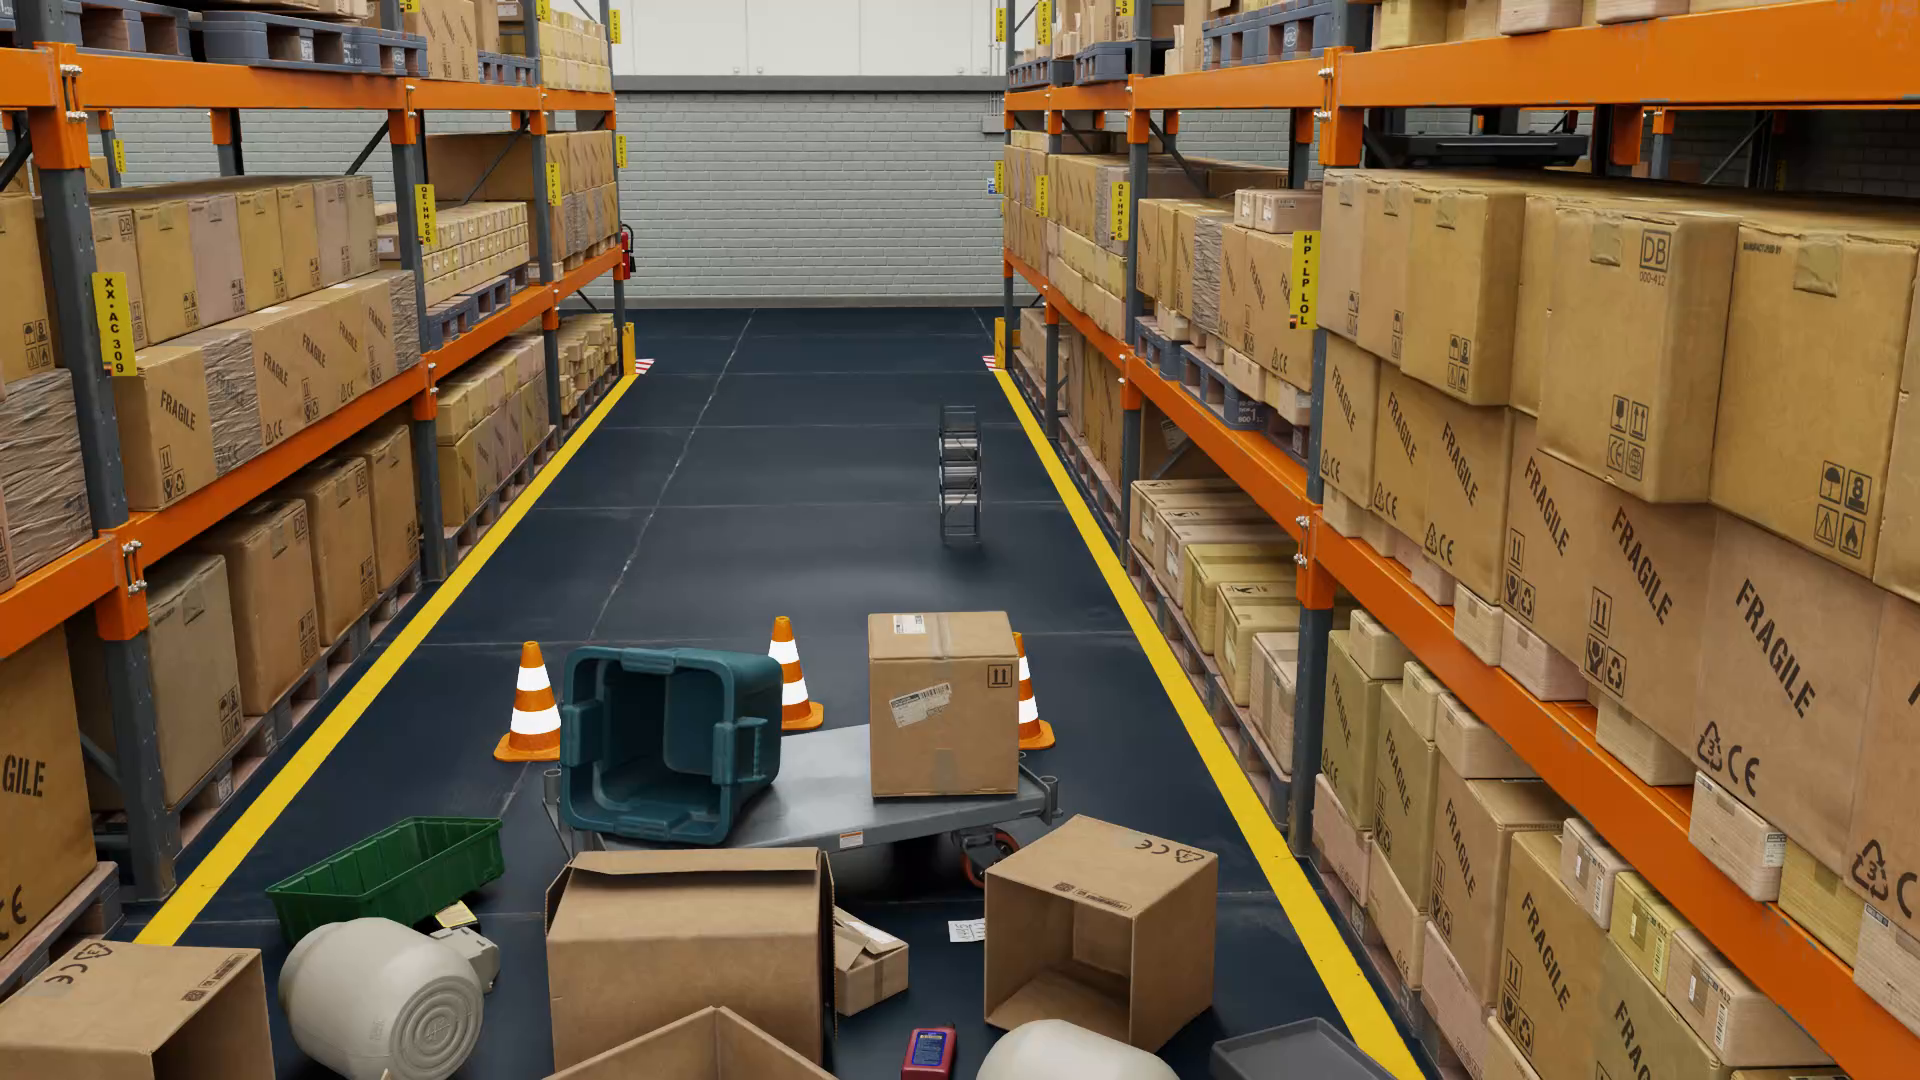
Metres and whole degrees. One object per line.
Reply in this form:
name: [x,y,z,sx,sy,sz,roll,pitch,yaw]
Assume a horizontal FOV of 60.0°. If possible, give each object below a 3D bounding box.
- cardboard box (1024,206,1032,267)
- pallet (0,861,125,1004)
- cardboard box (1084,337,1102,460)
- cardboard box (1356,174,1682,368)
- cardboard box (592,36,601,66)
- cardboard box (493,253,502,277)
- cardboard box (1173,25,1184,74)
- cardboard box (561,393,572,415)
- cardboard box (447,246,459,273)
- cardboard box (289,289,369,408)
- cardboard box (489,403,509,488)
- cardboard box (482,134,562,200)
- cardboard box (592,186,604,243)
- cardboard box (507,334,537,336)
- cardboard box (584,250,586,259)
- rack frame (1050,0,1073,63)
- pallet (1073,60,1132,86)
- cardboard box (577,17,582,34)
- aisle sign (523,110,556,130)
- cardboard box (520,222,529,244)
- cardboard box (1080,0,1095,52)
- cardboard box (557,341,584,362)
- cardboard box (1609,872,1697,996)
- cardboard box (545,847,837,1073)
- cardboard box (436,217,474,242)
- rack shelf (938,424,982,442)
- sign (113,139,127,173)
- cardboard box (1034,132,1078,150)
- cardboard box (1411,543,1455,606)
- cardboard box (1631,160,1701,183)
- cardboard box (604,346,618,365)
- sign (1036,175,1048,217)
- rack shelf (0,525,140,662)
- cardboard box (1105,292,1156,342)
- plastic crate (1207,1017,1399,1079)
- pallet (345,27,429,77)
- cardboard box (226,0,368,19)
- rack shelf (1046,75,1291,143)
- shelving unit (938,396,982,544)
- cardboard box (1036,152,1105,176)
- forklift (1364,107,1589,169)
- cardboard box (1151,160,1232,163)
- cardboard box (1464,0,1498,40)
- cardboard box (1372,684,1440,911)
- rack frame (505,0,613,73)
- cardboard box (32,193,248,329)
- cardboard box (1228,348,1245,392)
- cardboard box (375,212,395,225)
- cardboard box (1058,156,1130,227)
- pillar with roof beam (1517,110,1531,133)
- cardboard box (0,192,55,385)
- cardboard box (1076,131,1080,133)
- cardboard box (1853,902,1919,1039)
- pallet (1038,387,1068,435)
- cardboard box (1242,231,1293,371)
cardboard box: [0.847,-2.717,14.867,0.500,0.500,0.500,-1,14,-4]
pallet: [-3.256,1.327,4.945,1.003,0.211,1.213,-1,14,-3]
cardboard box: [1.396,-1.102,12.210,0.875,0.875,0.875,0,14,-2]
cardboard box: [1.530,-0.752,4.624,0.700,0.500,0.500,-1,14,-3]
cardboard box: [-3.653,-4.582,15.595,0.500,0.250,0.500,-1,14,-5]
cardboard box: [-3.430,-1.931,11.674,0.380,0.149,0.250,-2,15,-6]
cardboard box: [1.327,-2.553,8.680,0.396,0.266,0.258,-1,14,-3]
cardboard box: [-3.423,-1.121,13.744,0.380,0.149,0.250,-2,15,-6]
cardboard box: [-3.357,-1.754,10.388,0.380,0.149,0.250,-1,14,-3]
cardboard box: [-3.116,-0.901,7.806,0.500,0.500,0.500,-1,14,-4]
cardboard box: [-3.333,-0.634,11.143,0.500,0.500,0.500,-1,14,-5]
cardboard box: [-3.505,-2.996,13.346,0.500,0.500,0.500,-1,14,-2]
cardboard box: [-3.616,-3.029,15.480,0.500,0.500,0.500,-1,14,-3]
cardboard box: [-4.063,-1.785,15.130,0.380,0.149,0.250,-1,14,-3]
cardboard box: [-3.674,-2.678,15.419,0.380,0.149,0.250,-1,15,-6]
rack frame: [1.214,-5.210,12.717,1.000,3.000,0.127,-1,14,-3]
pallet: [1.320,-3.438,12.231,0.805,0.209,1.217,-1,15,-6]
cardboard box: [-3.607,-4.616,14.926,0.380,0.149,0.250,-1,14,-2]
aisle sign: [-4.272,-4.471,16.665,0.394,0.787,0.004,-1,14,-3]
cardboard box: [-3.499,-2.333,12.639,0.380,0.149,0.250,0,14,-2]
cardboard box: [1.063,-3.448,10.846,0.500,0.500,0.500,-1,14,-3]
cardboard box: [-3.531,-1.664,14.657,0.380,0.149,0.250,-1,14,-2]
cardboard box: [1.545,0.782,3.334,0.380,0.149,0.250,-1,14,-3]
cardboard box: [-0.745,1.193,4.609,0.797,0.637,0.503,-1,14,-3]
cardboard box: [-3.391,-2.023,10.837,0.380,0.149,0.250,0,14,-2]
rack shelf: [0.000,-0.667,10.363,0.258,0.077,0.200,-1,14,-3]
sign: [-8.383,-3.827,16.582,0.100,0.325,0.005,-1,14,-3]
cardboard box: [0.861,-3.542,14.765,0.380,0.149,0.250,-1,14,-5]
cardboard box: [1.504,0.079,4.702,0.380,0.149,0.250,0,14,-2]
cardboard box: [6.341,-3.191,15.109,0.500,0.500,0.500,-1,14,-5]
cardboard box: [-3.611,-1.831,16.500,0.380,0.149,0.250,0,14,-2]
sign: [0.660,-2.753,13.312,0.100,0.325,0.005,-1,14,-3]
rack shelf: [-3.101,0.632,3.493,1.077,0.370,4.000,-1,14,-3]
cardboard box: [1.171,-1.359,10.090,0.500,0.250,0.500,-1,14,-5]
plastic crate: [0.988,1.502,4.529,0.402,0.080,0.583,-6,16,-23]
pallet: [-3.380,-2.410,8.234,1.213,0.211,1.003,0,14,-1]
cardboard box: [-3.109,-2.614,7.784,0.500,0.311,0.500,-1,14,-3]
rack shelf: [1.338,-2.912,11.247,1.077,0.370,4.000,-1,14,-3]
shelving unit: [0.000,-0.438,10.422,0.258,0.900,0.210,-1,14,-3]
cardboard box: [0.909,-2.951,13.767,0.500,0.500,0.500,-1,14,-4]
forklift: [3.047,-1.426,10.186,1.130,2.935,3.031,-1,14,-3]
cardboard box: [1.590,-2.347,11.420,0.500,0.500,0.500,-1,14,-3]
cardboard box: [1.546,-1.376,4.339,0.380,0.149,0.250,0,14,-2]
cardboard box: [1.521,0.734,4.825,0.500,0.500,0.500,0,14,-1]
rack frame: [-3.968,-6.103,16.189,1.000,3.000,0.127,-1,14,-3]
cardboard box: [-3.326,-1.123,6.665,0.700,0.500,0.500,-1,14,-3]
cardboard box: [1.332,-0.713,6.940,0.380,0.149,0.250,-1,14,-3]
cardboard box: [-4.074,-2.146,11.317,0.380,0.149,0.250,0,14,-1]
cardboard box: [1.013,-2.597,12.395,0.500,0.500,0.500,-1,14,-4]
pillar with roof beam: [2.356,-6.901,19.287,9.100,9.000,0.400,-1,14,-3]
cardboard box: [-3.236,-0.717,4.825,0.875,0.550,0.550,-1,14,-3]
cardboard box: [1.248,-3.805,15.787,0.380,0.149,0.250,-1,14,-4]
cardboard box: [1.594,0.650,2.483,0.380,0.149,0.250,-1,14,-4]
pallet: [1.245,-1.145,14.552,1.003,0.211,1.213,-1,14,-3]
cardboard box: [1.420,-0.946,6.542,0.500,0.500,0.500,-1,14,-3]
